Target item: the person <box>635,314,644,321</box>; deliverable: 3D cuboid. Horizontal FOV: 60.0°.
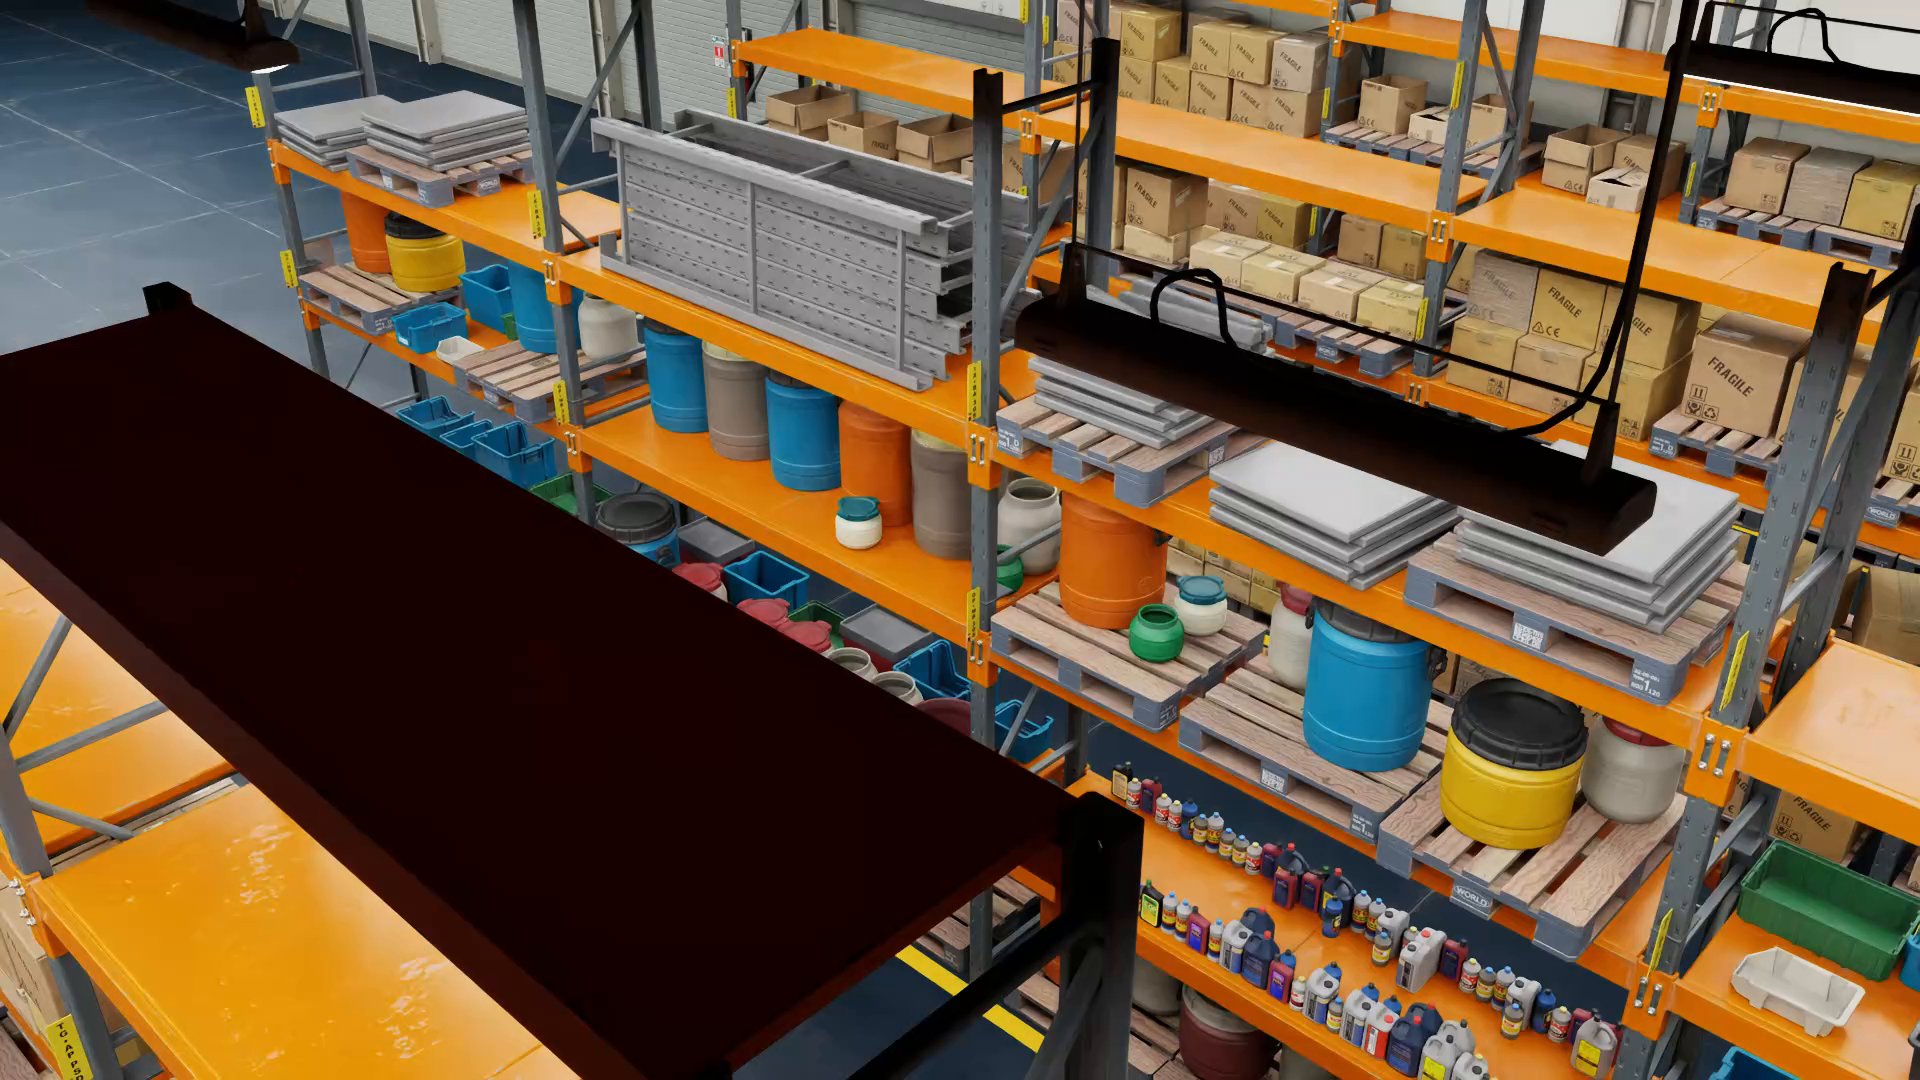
[{"bbox_3d":[-3.740,-3.540,20.752,0.817,1.796,0.604,-6,30,-10],"label":"person"}]
